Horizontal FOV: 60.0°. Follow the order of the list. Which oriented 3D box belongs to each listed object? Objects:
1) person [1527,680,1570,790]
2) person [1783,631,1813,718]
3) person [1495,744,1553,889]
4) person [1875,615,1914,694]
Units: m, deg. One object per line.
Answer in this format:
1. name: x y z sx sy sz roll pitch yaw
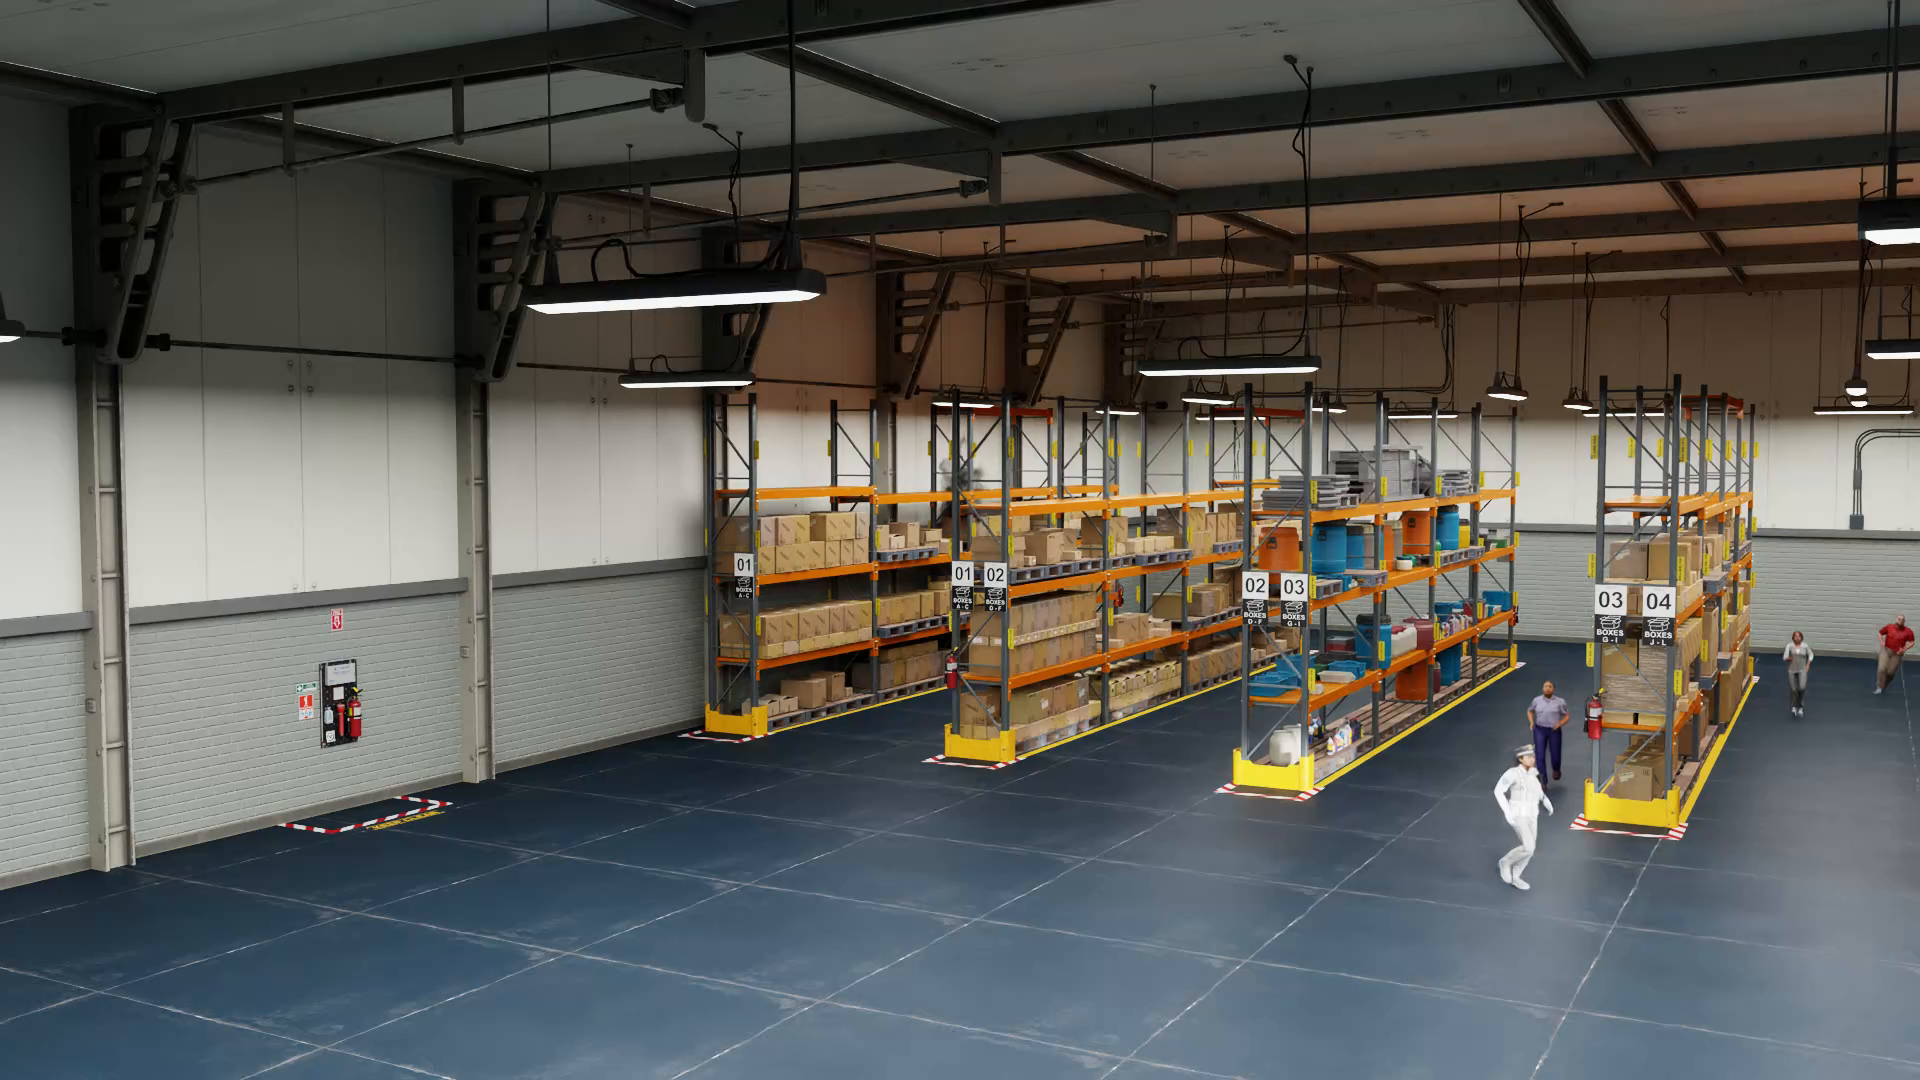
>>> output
1. person: 8.701 2.871 24.631 0.613 1.599 0.688 1 3 25
2. person: 15.729 2.518 31.230 0.513 1.625 0.650 2 3 28
3. person: 6.458 3.153 18.970 0.630 1.652 0.538 -2 4 -30
4. person: 19.235 2.346 34.223 0.680 1.650 0.608 2 4 39
